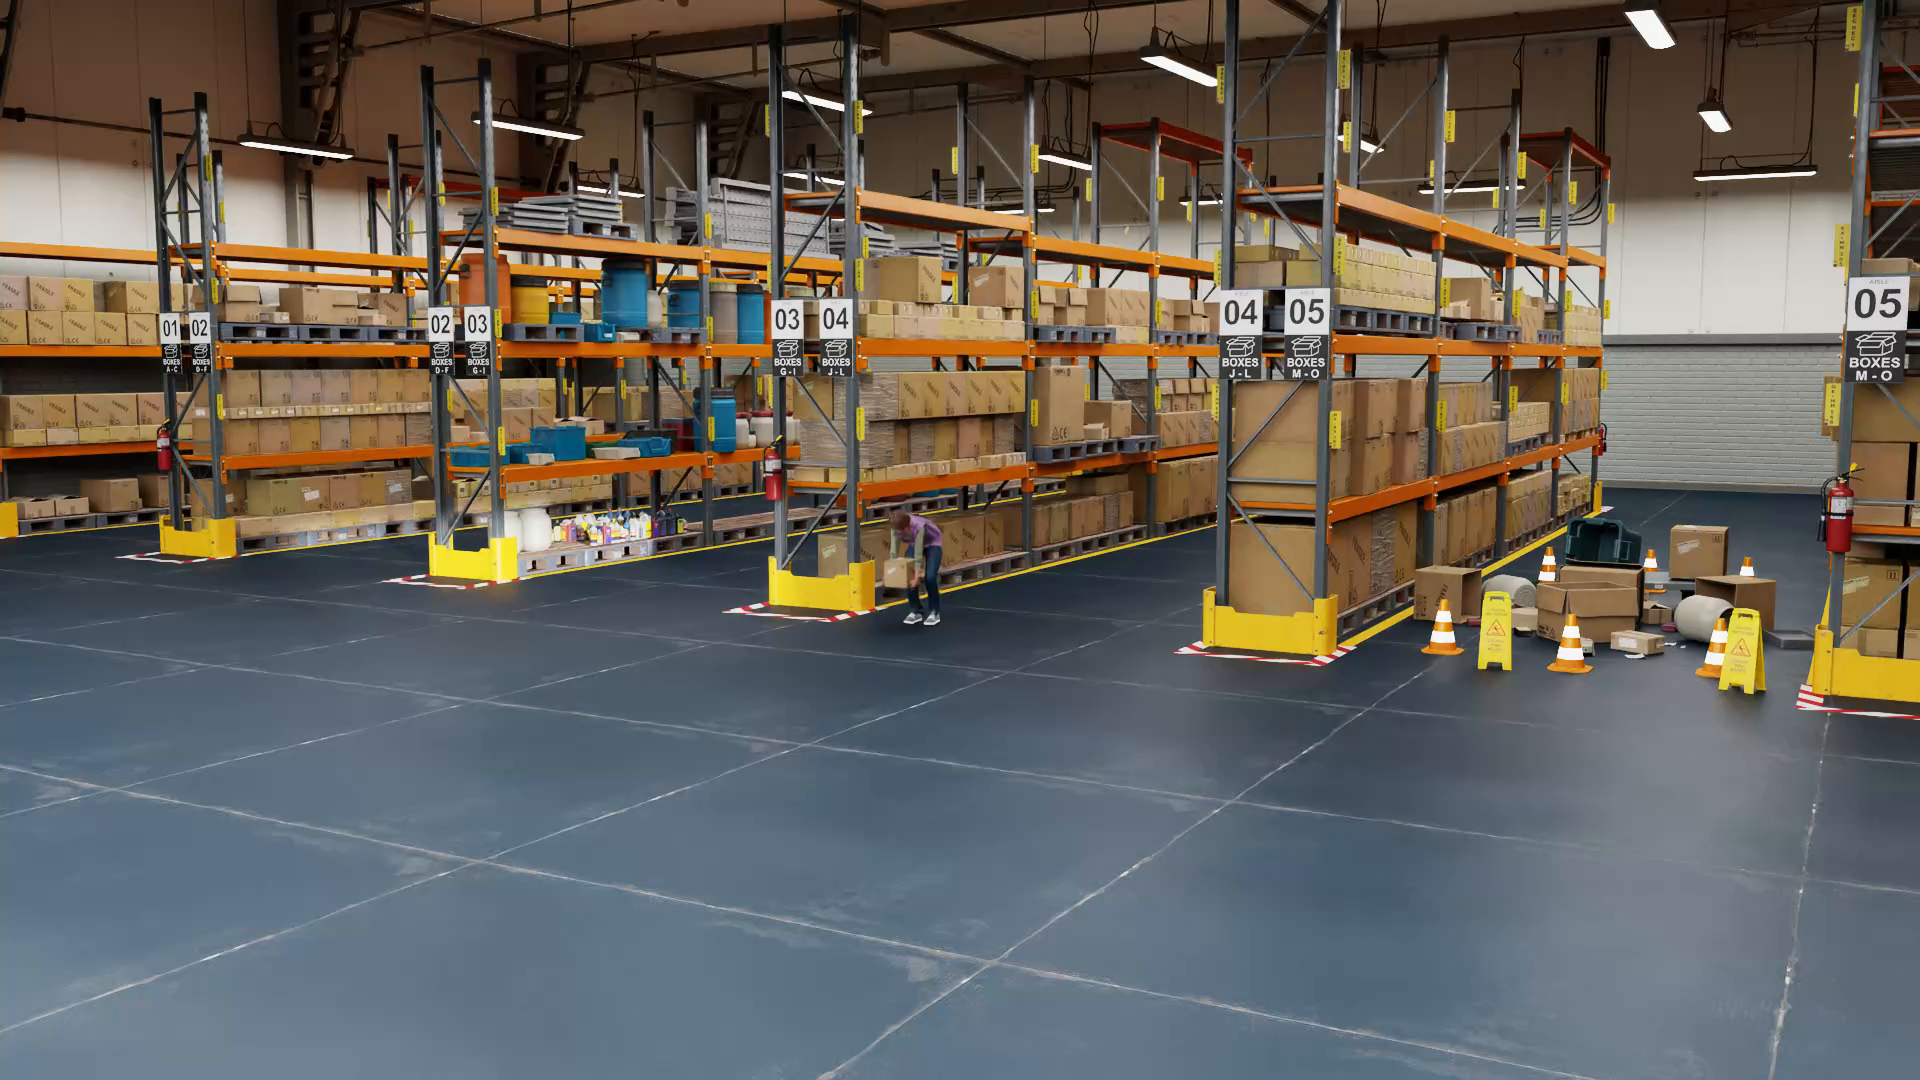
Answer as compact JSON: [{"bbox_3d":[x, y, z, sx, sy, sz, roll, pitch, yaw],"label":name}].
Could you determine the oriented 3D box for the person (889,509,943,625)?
[{"bbox_3d":[-0.452,0.260,16.156,0.395,1.170,0.829,3,7,26],"label":"person"}]
